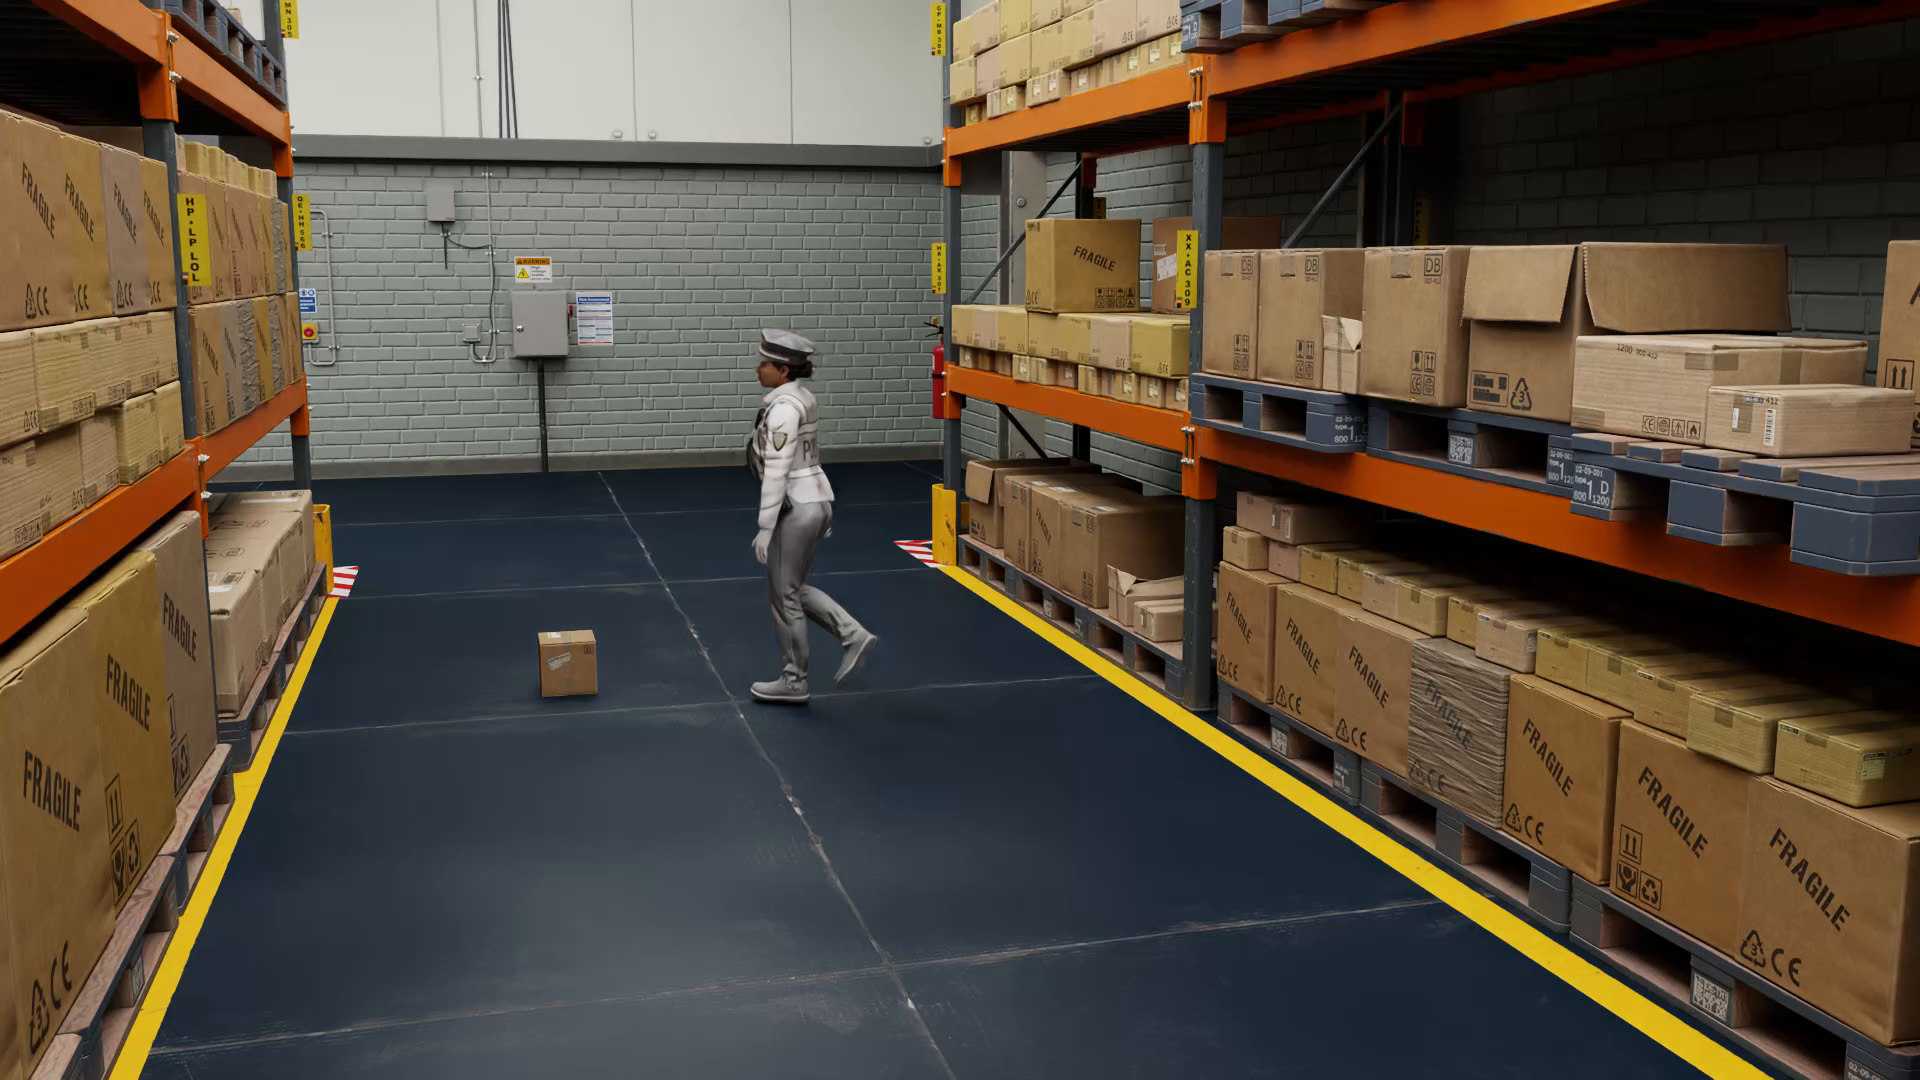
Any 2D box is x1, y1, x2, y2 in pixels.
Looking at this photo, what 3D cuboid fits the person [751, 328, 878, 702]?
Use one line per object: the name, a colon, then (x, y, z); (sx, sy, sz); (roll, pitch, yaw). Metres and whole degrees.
person: (-0.665, -0.104, 7.377); (0.576, 1.659, 0.349); (2, 10, 13)
